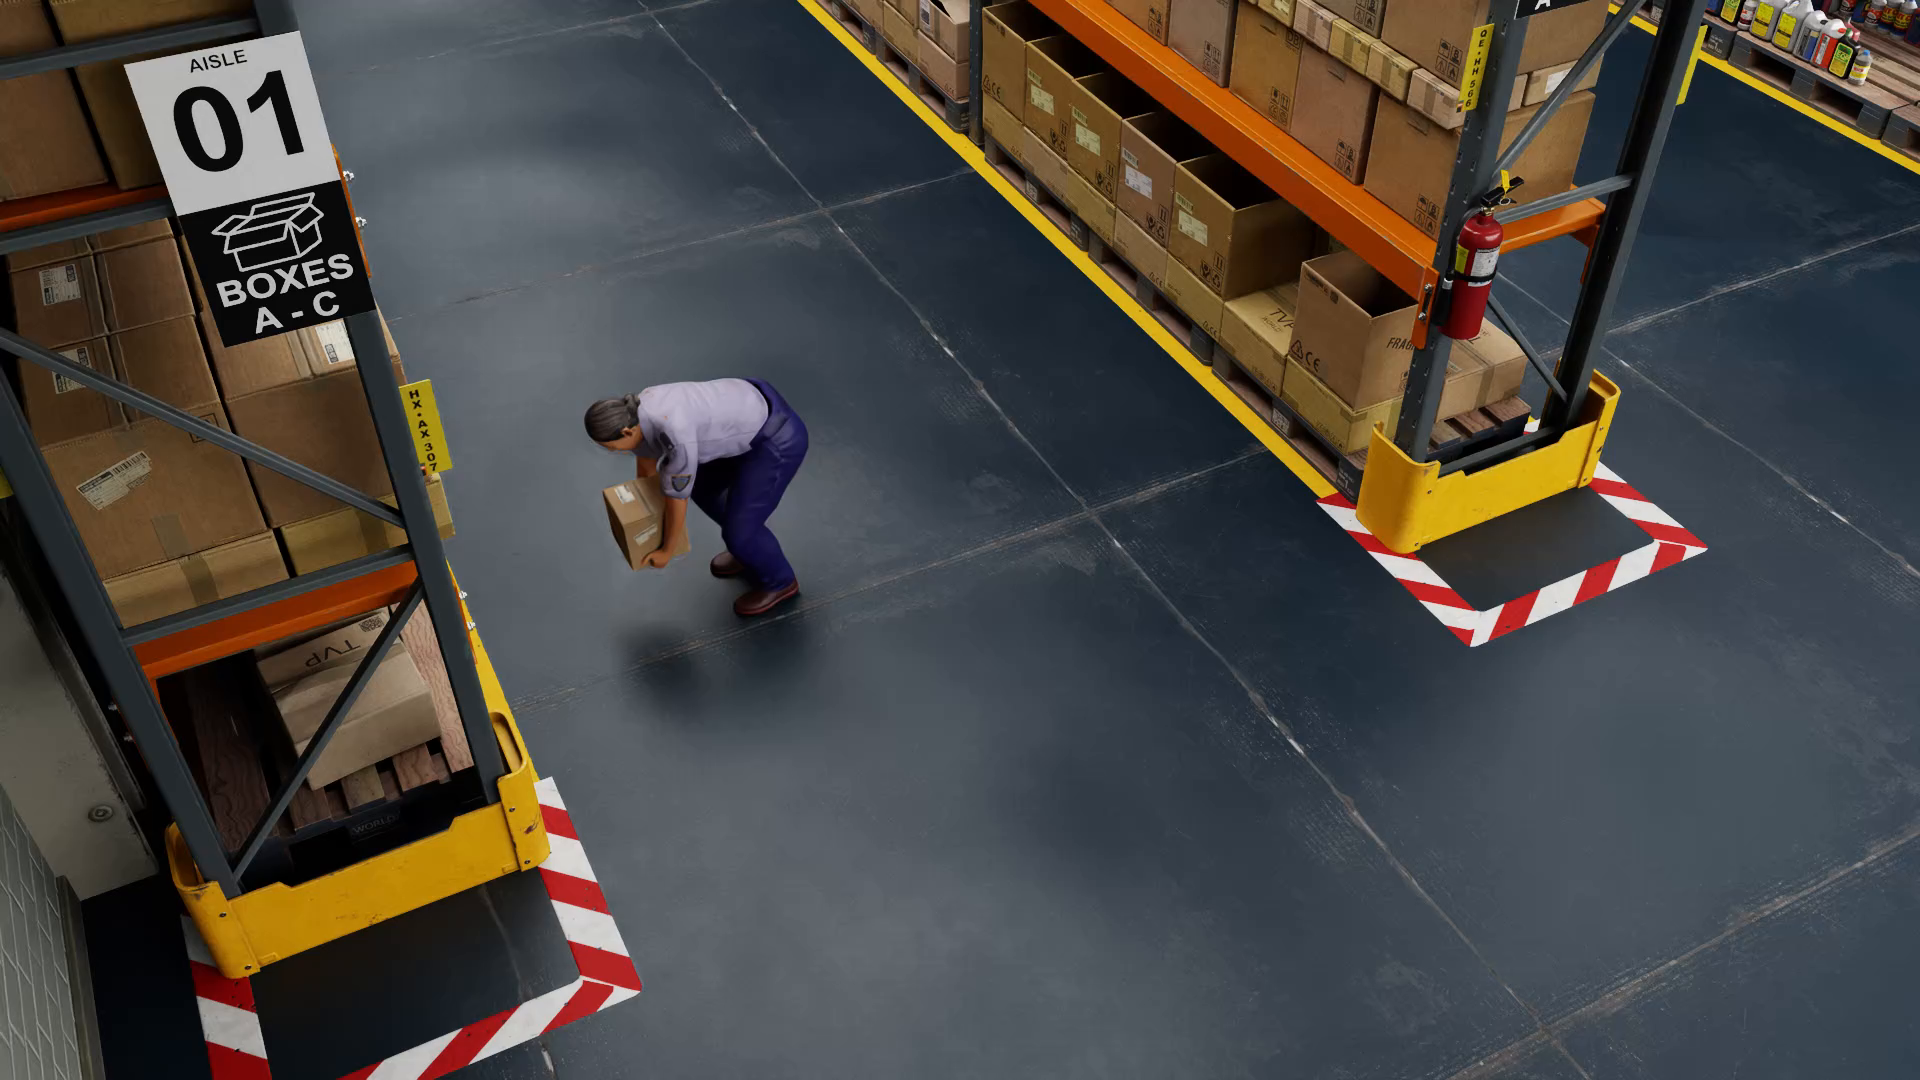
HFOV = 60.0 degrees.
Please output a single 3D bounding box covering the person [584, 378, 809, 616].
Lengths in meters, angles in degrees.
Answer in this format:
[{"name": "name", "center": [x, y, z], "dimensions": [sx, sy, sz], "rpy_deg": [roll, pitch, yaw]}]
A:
[{"name": "person", "center": [-1.039, -0.203, 6.764], "dimensions": [0.868, 1.169, 0.487], "rpy_deg": [-21, 46, -22]}]
